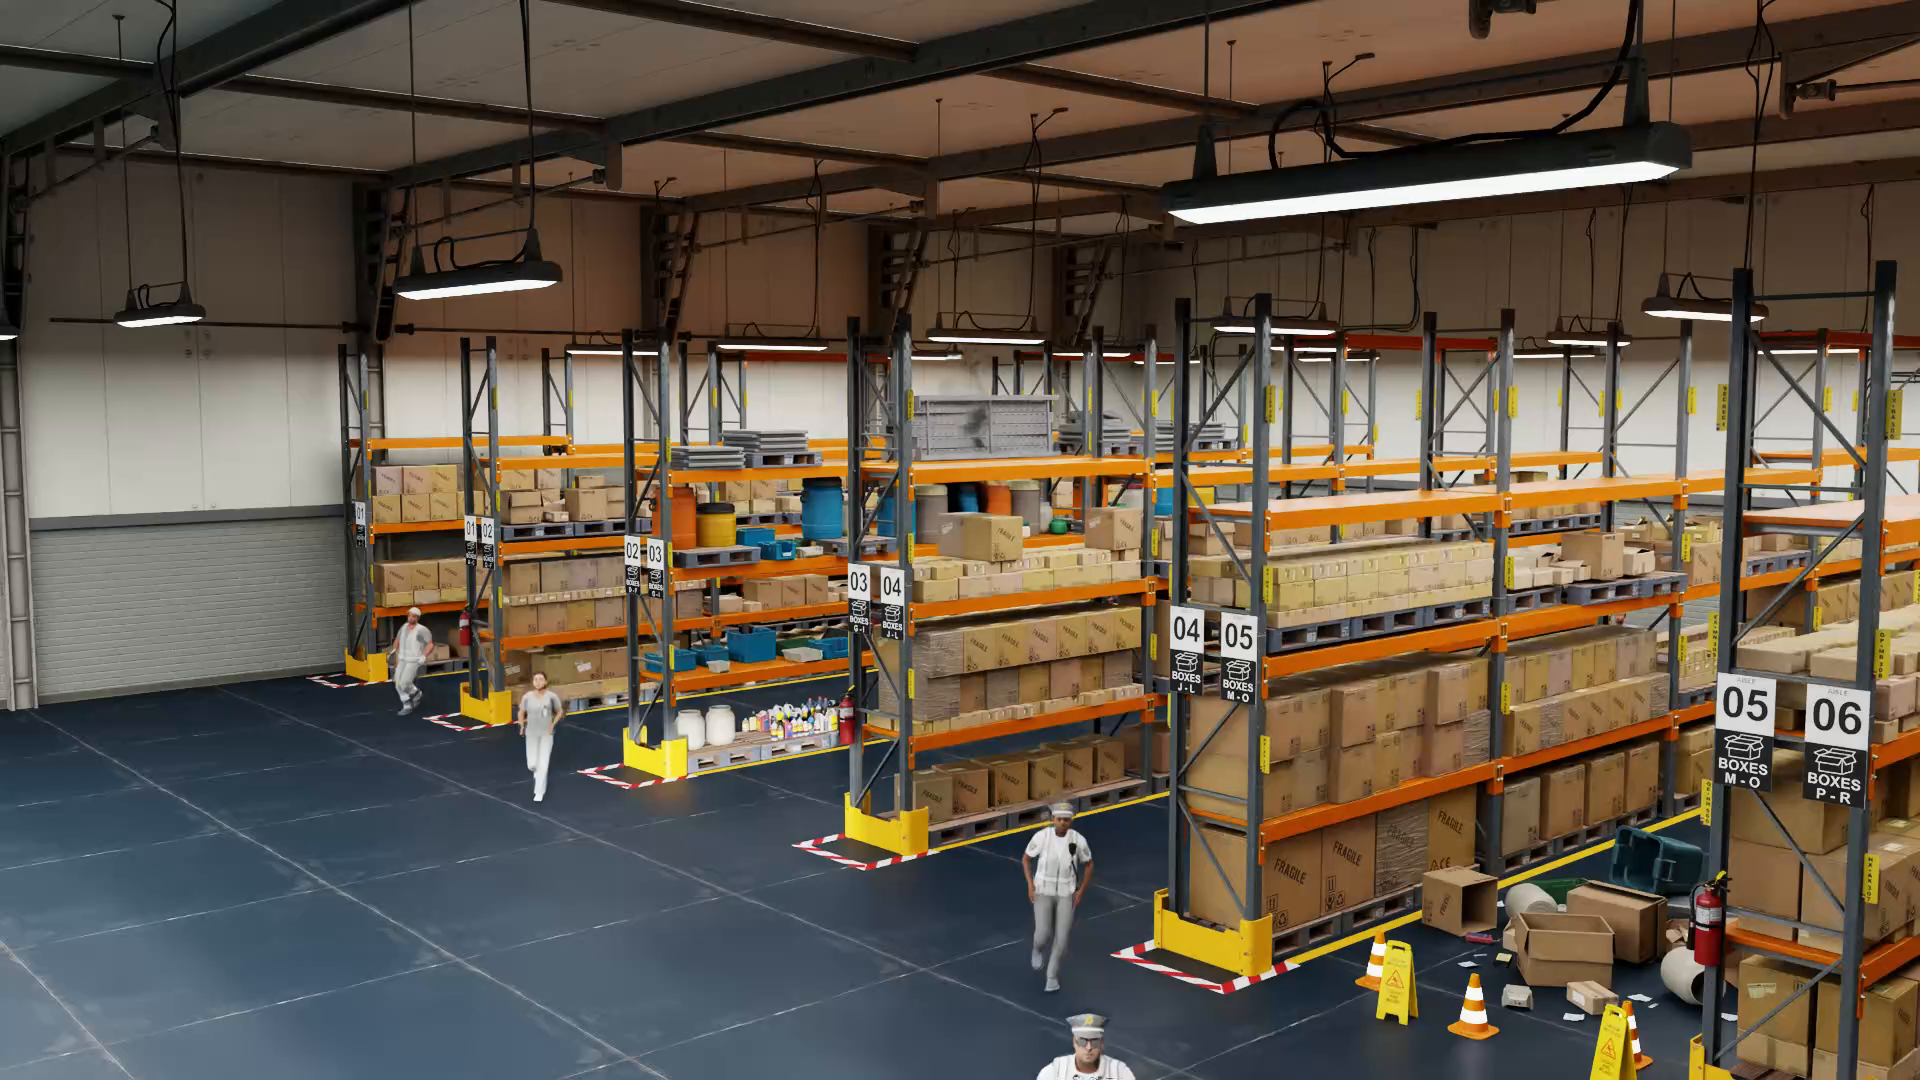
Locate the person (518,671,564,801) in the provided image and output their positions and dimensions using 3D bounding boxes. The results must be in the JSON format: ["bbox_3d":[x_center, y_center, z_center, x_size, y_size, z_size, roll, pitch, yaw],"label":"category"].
[{"bbox_3d":[-5.329,2.465,21.139,0.569,1.629,0.637,-1,5,-8],"label":"person"}]

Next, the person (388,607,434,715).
[{"bbox_3d":[-8.749,1.932,26.493,0.729,1.735,0.541,2,6,23],"label":"person"}]

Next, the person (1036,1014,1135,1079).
[{"bbox_3d":[0.706,3.480,9.308,0.664,1.749,0.651,0,5,3],"label":"person"}]

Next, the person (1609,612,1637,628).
[{"bbox_3d":[10.613,1.937,26.754,0.881,1.677,0.596,-5,7,-44],"label":"person"}]

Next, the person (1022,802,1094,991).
[{"bbox_3d":[0.853,3.052,14.491,0.623,1.657,0.529,0,5,-1],"label":"person"}]
